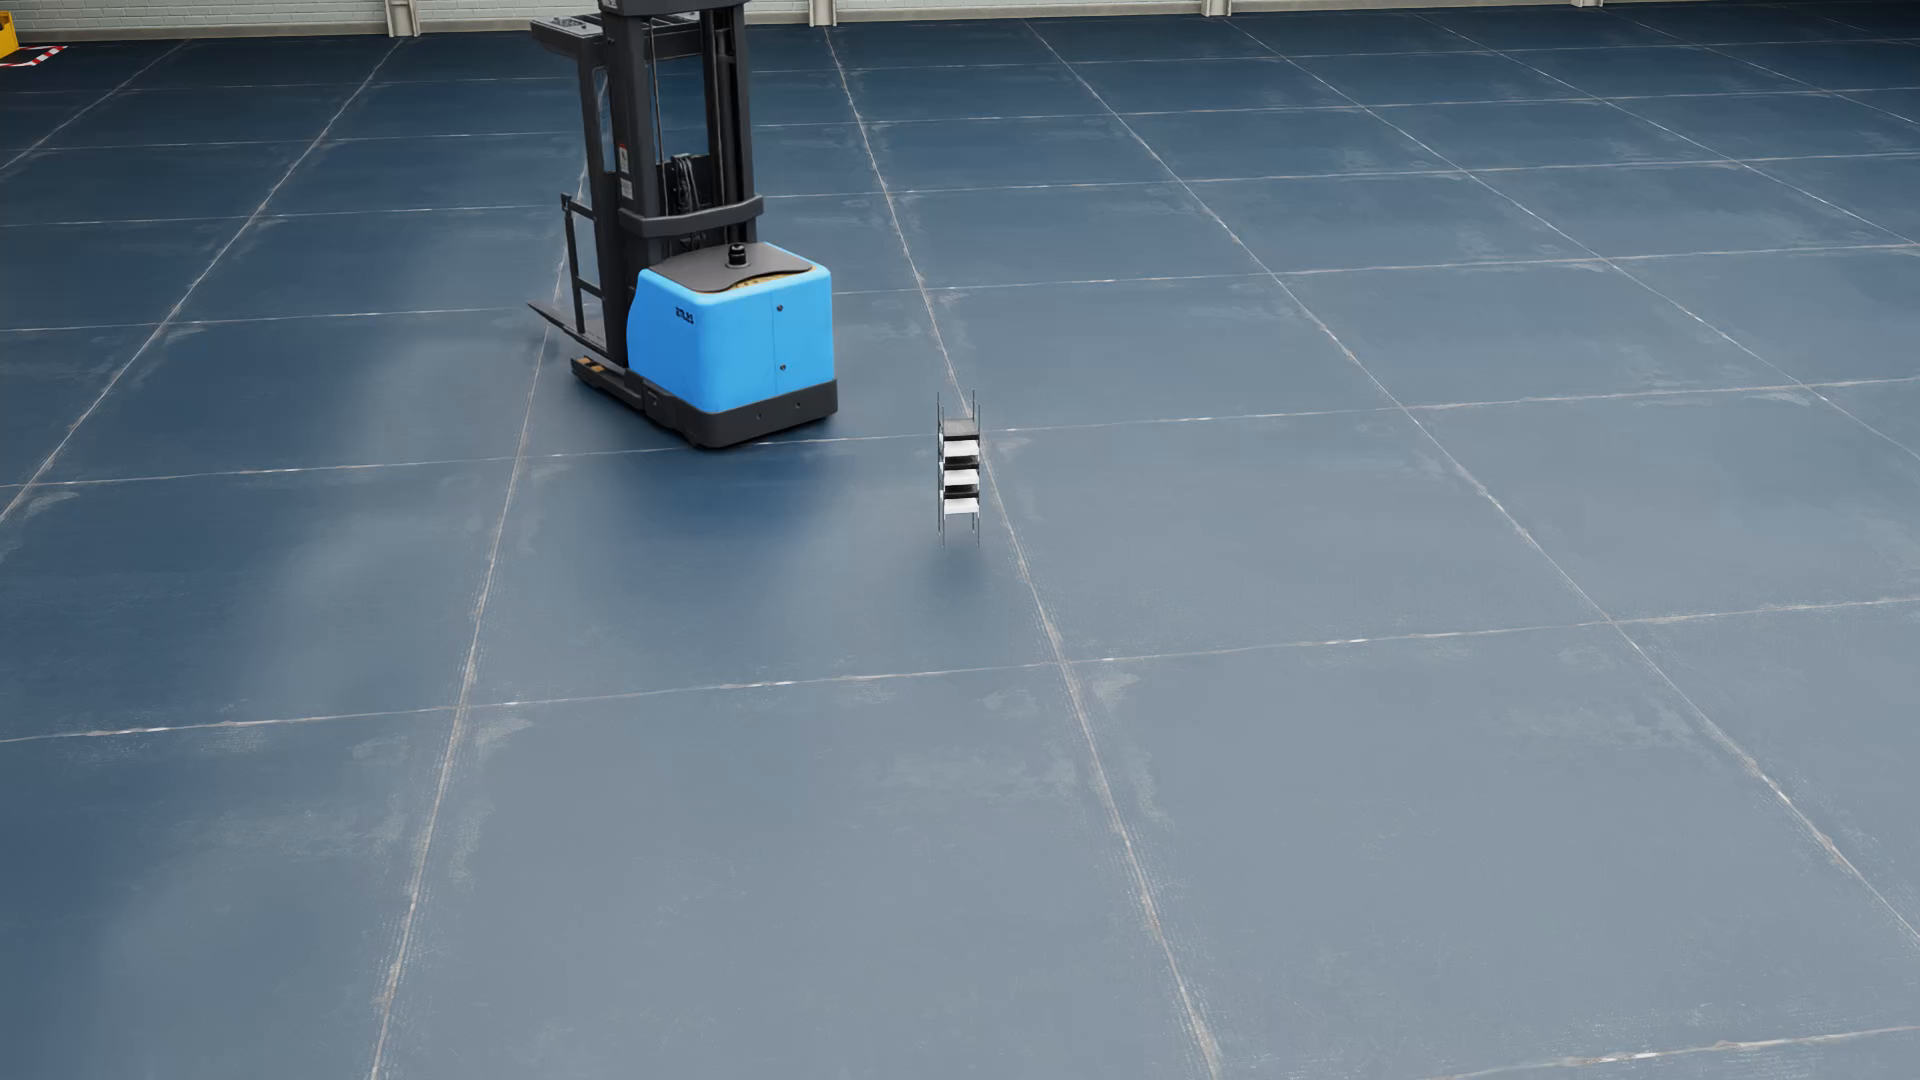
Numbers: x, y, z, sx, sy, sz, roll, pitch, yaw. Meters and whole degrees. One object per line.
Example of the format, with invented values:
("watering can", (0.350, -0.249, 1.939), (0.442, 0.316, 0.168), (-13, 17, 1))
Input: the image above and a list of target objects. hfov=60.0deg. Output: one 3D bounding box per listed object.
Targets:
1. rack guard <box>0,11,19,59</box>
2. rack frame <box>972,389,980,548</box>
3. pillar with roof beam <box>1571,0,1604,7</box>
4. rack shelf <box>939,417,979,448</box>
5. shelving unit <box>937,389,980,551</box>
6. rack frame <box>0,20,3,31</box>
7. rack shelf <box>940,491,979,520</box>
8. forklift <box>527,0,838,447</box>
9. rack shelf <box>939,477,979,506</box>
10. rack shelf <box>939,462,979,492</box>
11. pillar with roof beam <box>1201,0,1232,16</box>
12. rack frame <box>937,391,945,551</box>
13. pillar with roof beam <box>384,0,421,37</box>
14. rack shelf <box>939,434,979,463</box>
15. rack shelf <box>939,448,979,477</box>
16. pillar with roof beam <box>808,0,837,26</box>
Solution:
("rack guard", (-13.080, -6.748, 22.353), (0.348, 0.500, 1.175), (-4, 27, -7))
("rack frame", (0.093, -0.406, 9.556), (0.006, 0.900, 0.240), (-4, 27, -7))
("pillar with roof beam", (10.447, -10.471, 20.300), (0.400, 9.000, 9.100), (-4, 27, -7))
("rack shelf", (-0.008, -0.610, 9.436), (0.200, 0.077, 0.258), (-4, 27, -7))
("shelving unit", (-0.008, -0.400, 9.544), (0.210, 0.900, 0.258), (-4, 27, -7))
("rack frame", (-13.104, -7.858, 21.779), (0.127, 3.000, 1.000), (-4, 27, -7))
("rack shelf", (-0.008, -0.210, 9.641), (0.200, 0.077, 0.258), (-4, 27, -7))
("forklift", (-2.144, -2.507, 11.425), (1.130, 2.935, 3.031), (-20, 33, -34))
("rack shelf", (-0.008, -0.290, 9.600), (0.200, 0.077, 0.258), (-4, 27, -7))
("rack shelf", (-0.008, -0.370, 9.559), (0.200, 0.077, 0.258), (-4, 27, -7))
("pillar with roof beam", (4.505, -10.089, 19.556), (0.400, 9.000, 9.100), (-4, 27, -7))
("rack frame", (-0.109, -0.393, 9.531), (0.006, 0.900, 0.240), (-4, 27, -7))
("pillar with roof beam", (-7.378, -9.326, 18.068), (0.400, 9.000, 9.100), (-4, 27, -7))
("rack shelf", (-0.008, -0.530, 9.477), (0.200, 0.077, 0.258), (-4, 27, -7))
("rack shelf", (-0.008, -0.450, 9.518), (0.200, 0.077, 0.258), (-4, 27, -7))
("pillar with roof beam", (-1.436, -9.708, 18.812), (0.400, 9.000, 9.100), (-4, 27, -7))
